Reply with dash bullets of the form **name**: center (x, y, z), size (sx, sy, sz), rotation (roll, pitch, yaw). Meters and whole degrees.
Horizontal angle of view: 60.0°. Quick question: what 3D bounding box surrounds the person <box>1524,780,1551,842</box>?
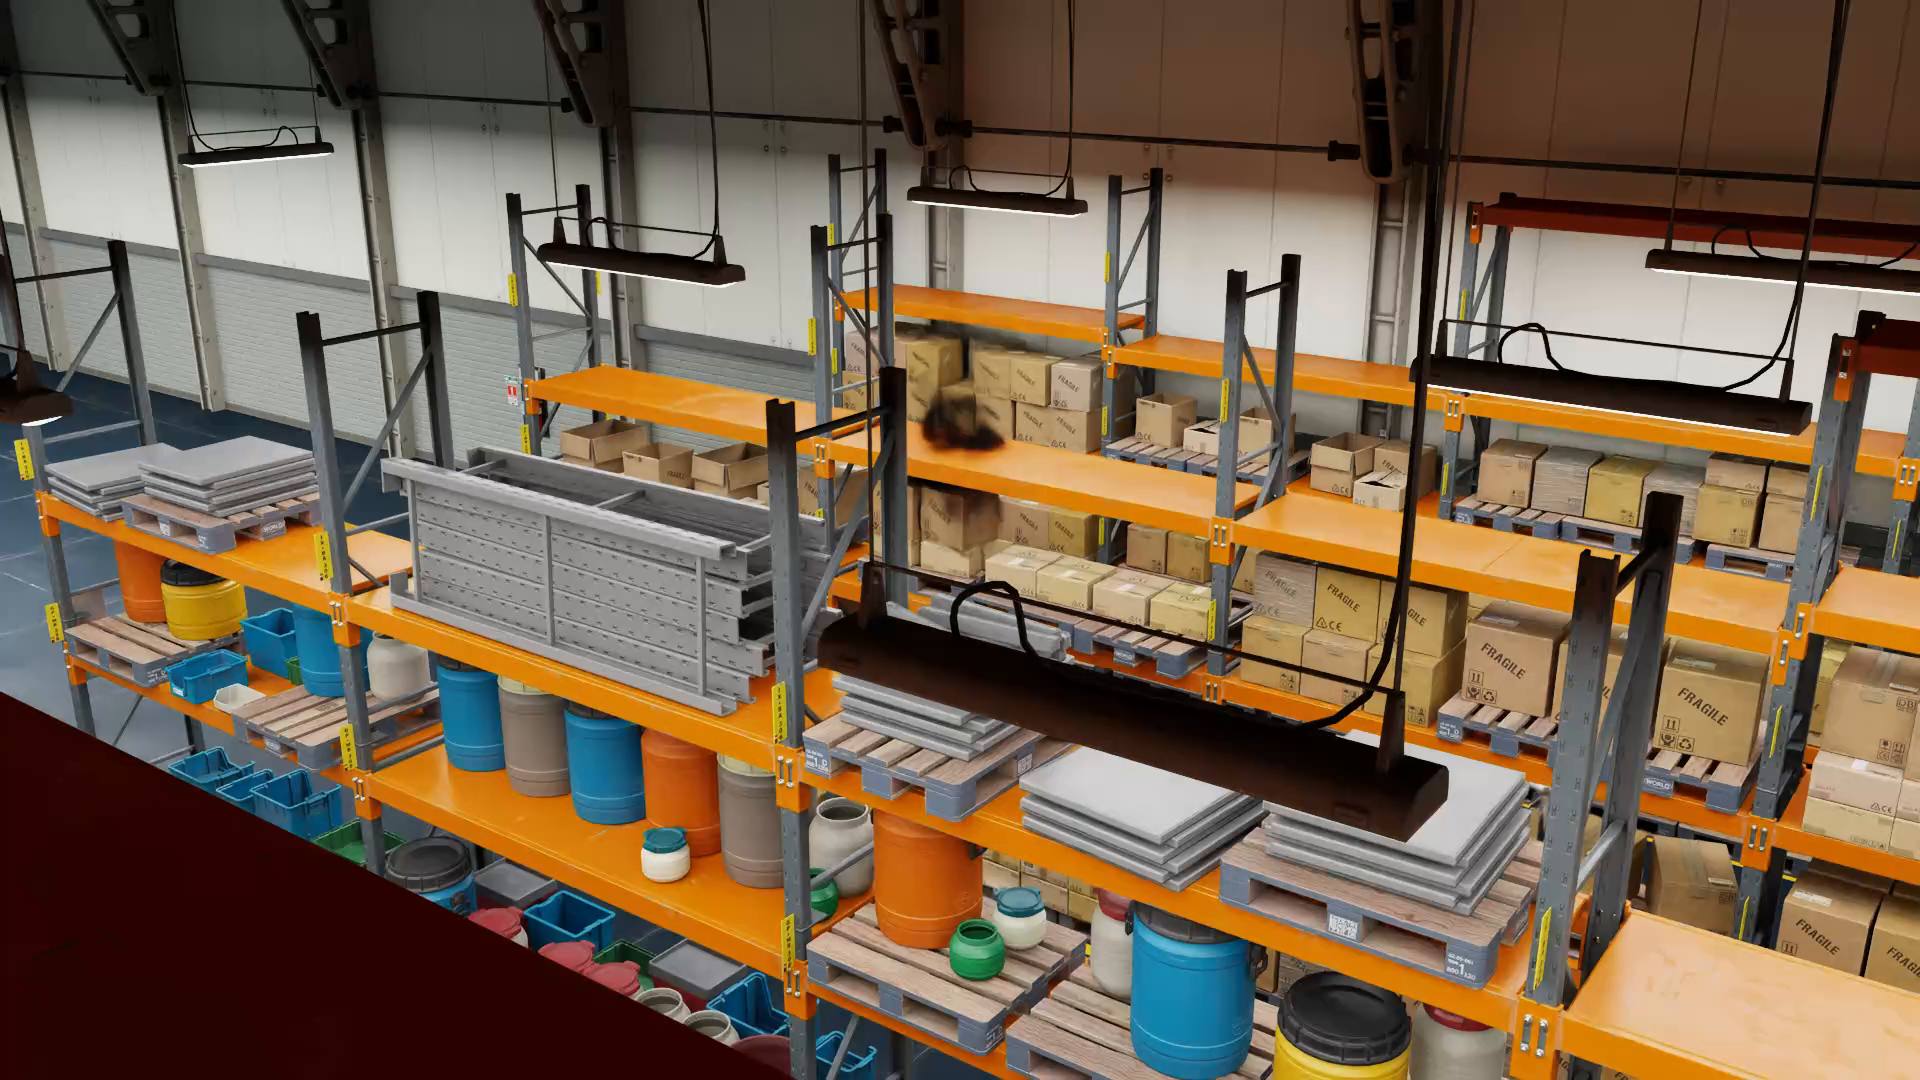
- **person**: center (5.394, 2.458, 14.967), size (0.937, 1.847, 0.666), rotation (9, 20, 24)
